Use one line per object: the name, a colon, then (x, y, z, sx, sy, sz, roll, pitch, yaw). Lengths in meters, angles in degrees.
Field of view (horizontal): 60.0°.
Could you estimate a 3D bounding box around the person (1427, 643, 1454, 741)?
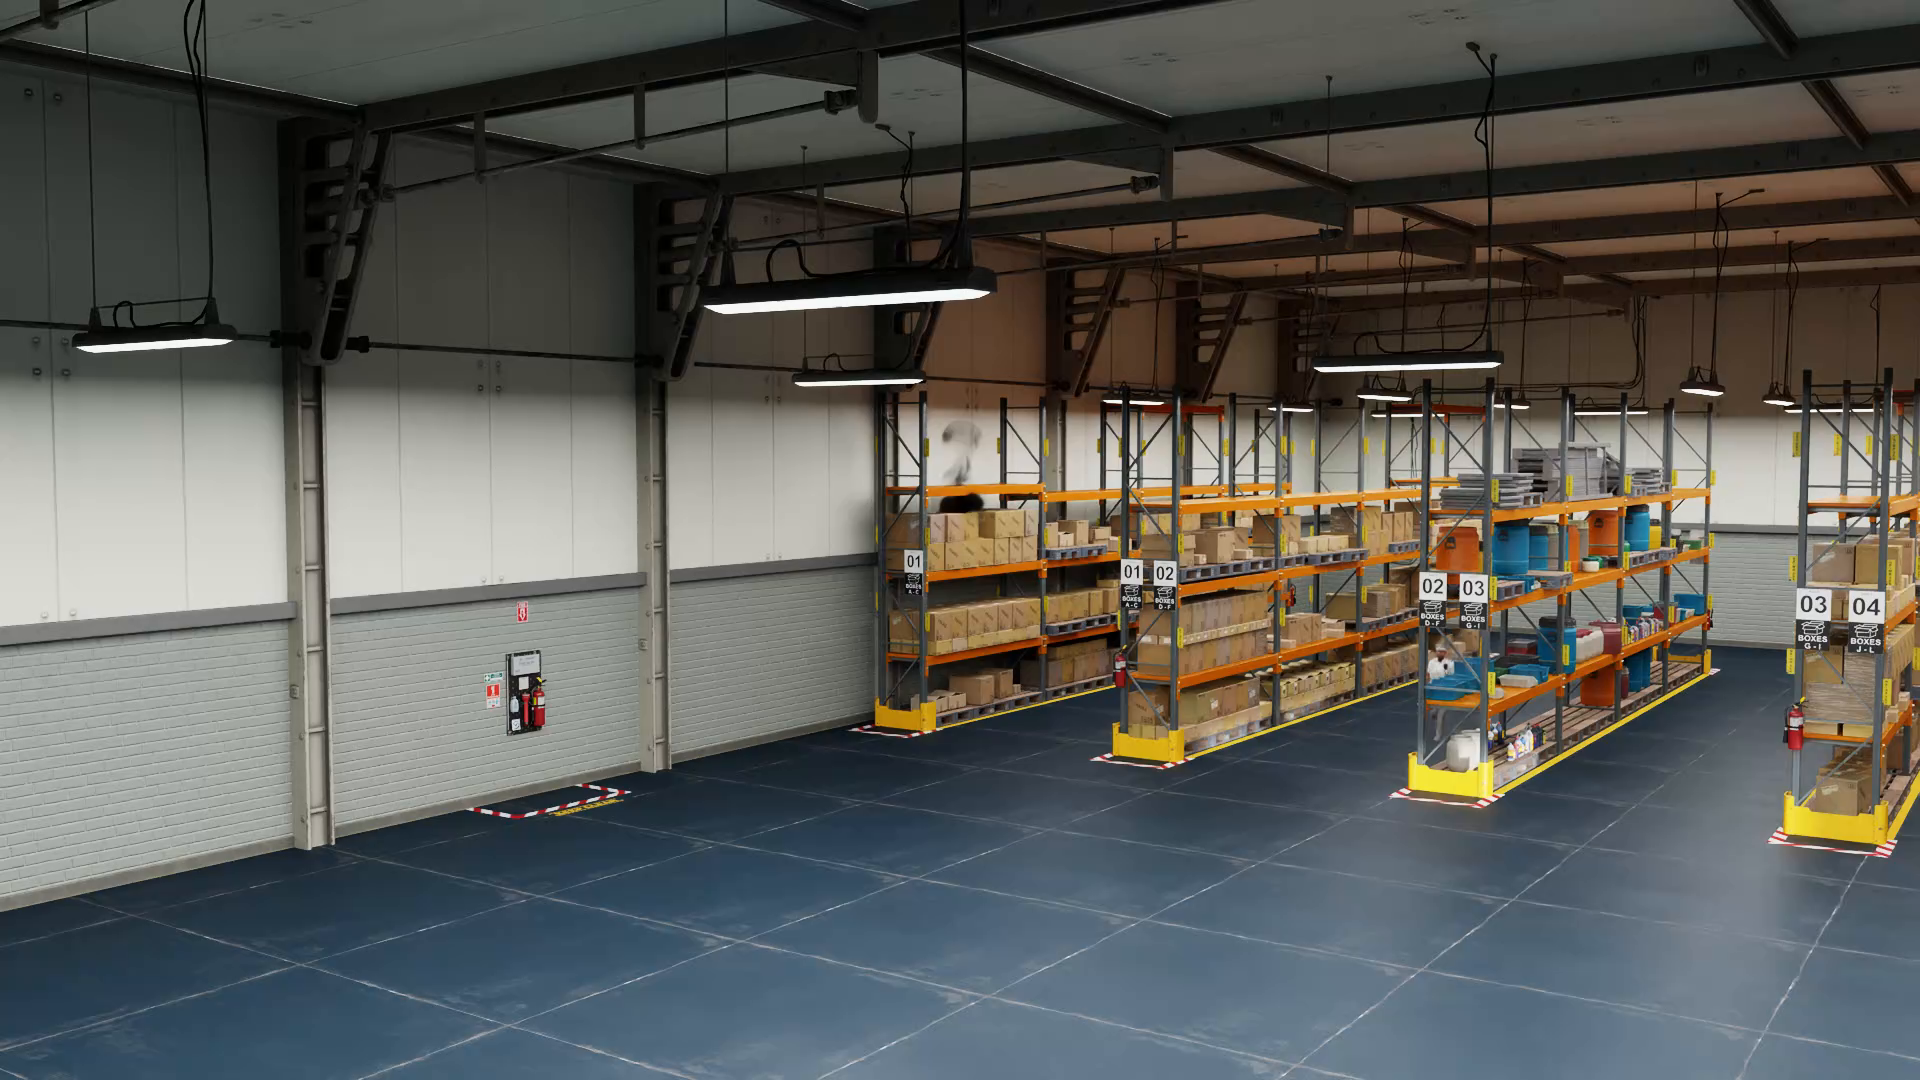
person: (8.275, 2.597, 28.600, 0.585, 1.667, 0.604, 2, 4, 29)
